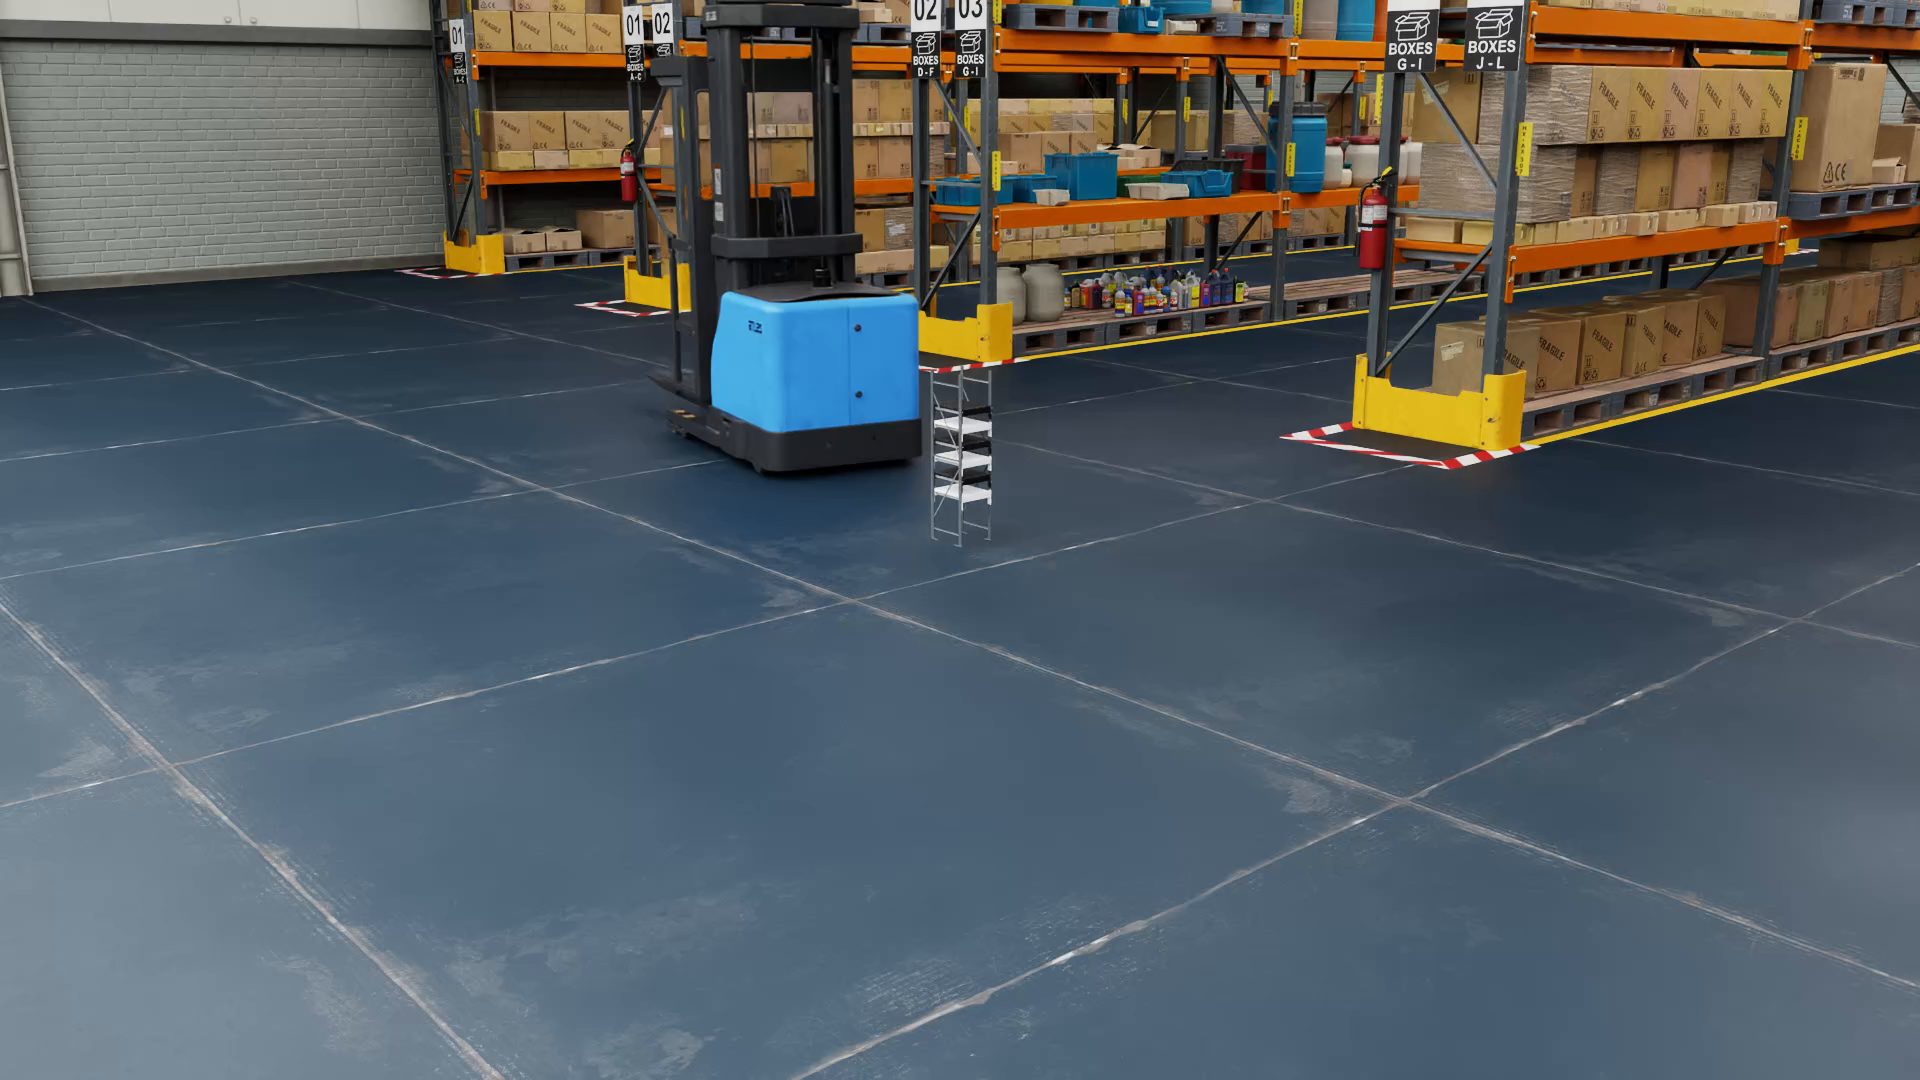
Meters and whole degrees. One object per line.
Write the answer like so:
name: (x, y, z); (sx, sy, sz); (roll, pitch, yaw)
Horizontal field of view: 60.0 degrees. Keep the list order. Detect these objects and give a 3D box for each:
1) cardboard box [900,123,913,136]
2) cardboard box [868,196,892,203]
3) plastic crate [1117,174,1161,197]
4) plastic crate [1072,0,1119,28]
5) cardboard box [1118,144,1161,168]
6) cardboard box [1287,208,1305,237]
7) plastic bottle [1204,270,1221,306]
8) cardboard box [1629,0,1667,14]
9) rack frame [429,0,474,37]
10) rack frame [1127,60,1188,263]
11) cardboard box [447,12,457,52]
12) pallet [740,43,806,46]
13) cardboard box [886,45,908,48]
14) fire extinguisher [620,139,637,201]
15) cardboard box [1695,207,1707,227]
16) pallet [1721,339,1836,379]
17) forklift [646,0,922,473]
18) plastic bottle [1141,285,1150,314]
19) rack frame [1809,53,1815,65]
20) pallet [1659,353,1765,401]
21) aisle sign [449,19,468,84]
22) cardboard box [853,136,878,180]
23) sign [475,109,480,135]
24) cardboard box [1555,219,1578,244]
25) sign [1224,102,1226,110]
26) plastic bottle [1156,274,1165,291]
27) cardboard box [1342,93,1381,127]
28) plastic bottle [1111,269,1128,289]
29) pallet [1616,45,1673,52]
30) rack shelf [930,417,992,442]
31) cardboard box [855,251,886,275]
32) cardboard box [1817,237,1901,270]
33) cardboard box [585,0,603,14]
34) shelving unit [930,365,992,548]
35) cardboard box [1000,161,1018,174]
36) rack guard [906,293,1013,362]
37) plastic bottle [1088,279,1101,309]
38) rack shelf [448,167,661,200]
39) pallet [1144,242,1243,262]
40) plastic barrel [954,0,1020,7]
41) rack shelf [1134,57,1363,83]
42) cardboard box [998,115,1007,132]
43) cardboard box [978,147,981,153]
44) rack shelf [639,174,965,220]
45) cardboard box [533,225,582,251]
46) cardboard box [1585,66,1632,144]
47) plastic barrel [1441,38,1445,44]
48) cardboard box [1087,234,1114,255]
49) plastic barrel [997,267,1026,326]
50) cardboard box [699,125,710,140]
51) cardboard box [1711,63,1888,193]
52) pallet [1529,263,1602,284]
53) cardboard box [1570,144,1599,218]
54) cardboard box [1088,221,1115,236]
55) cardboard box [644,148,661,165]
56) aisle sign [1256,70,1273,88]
cardboard box: (-0.728, -4.951, 20.024); (0.250, 0.149, 0.380); (-13, 20, -41)
cardboard box: (-1.491, -5.213, 26.446); (0.500, 0.500, 0.700); (-13, 20, -39)
plastic crate: (1.760, -3.522, 16.532); (0.662, 0.188, 0.450); (-13, 19, -39)
plastic crate: (1.192, -4.944, 15.667); (0.575, 0.384, 0.392); (-13, 19, -39)
cardboard box: (2.435, -5.345, 23.122); (0.500, 0.311, 0.500); (-11, 19, -36)
cardboard box: (4.814, -4.818, 24.965); (0.500, 0.500, 0.500); (-12, 19, -39)
plastic bottle: (2.528, -2.534, 16.705); (0.185, 0.351, 0.144); (-14, 20, -42)
cardboard box: (4.497, -3.737, 11.405); (0.500, 0.250, 0.500); (-13, 20, -40)
rack frame: (-6.552, -7.948, 21.069); (0.127, 3.000, 1.000); (-13, 19, -39)
rack frame: (2.738, -5.441, 23.309); (0.127, 3.000, 1.000); (-13, 19, -39)
cardboard box: (-6.403, -6.677, 21.890); (0.500, 0.500, 0.500); (-11, 18, -35)
pallet: (-2.999, -7.170, 24.331); (1.003, 0.211, 1.213); (-13, 19, -39)
cardboard box: (-0.883, -7.646, 25.885); (0.500, 0.311, 0.500); (-13, 19, -39)
fire extinguisher: (-3.691, -4.119, 18.509); (0.183, 0.674, 0.296); (-13, 19, -39)
cardboard box: (5.438, -2.468, 12.663); (0.250, 0.149, 0.380); (-13, 19, -39)
pallet: (6.807, -1.620, 14.405); (1.213, 0.211, 1.003); (-13, 19, -39)
forklift: (-1.375, -2.156, 11.142); (1.130, 2.935, 3.031); (-8, 17, -27)
plastic bottle: (1.782, -2.320, 16.058); (0.097, 0.271, 0.097); (0, 15, 0)
rack frame: (12.022, -5.832, 24.770); (0.127, 3.000, 1.000); (-13, 19, -39)
pallet: (5.737, -1.367, 13.458); (1.213, 0.211, 1.003); (-13, 19, -39)
aisle sign: (-6.409, -6.235, 21.244); (0.004, 0.787, 0.394); (-13, 19, -39)
cardboard box: (-1.385, -4.561, 19.819); (0.500, 0.500, 0.700); (-12, 19, -39)
sign: (-6.195, -5.363, 21.336); (0.005, 0.325, 0.100); (-13, 19, -39)
cardboard box: (3.974, -2.116, 11.345); (0.250, 0.149, 0.380); (-13, 19, -39)
sign: (5.159, -8.326, 32.277); (0.005, 0.325, 0.100); (-13, 19, -39)
plastic bottle: (2.058, -2.589, 17.066); (0.097, 0.271, 0.097); (0, 15, 0)
cardboard box: (6.296, -6.676, 25.798); (0.500, 0.500, 0.500); (-12, 19, -38)
plastic bottle: (1.625, -2.572, 16.846); (0.185, 0.351, 0.144); (-13, 20, -40)
pallet: (8.477, -6.360, 21.302); (1.003, 0.211, 1.213); (-13, 19, -39)
rack shelf: (0.006, -0.578, 8.601); (0.200, 0.077, 0.258); (-13, 20, -39)
cardboard box: (-1.237, -3.347, 19.982); (0.500, 0.250, 0.500); (-13, 19, -39)
cardboard box: (8.359, -2.668, 15.465); (0.500, 0.250, 0.500); (-10, 18, -33)
cardboard box: (-5.223, -7.422, 22.740); (0.500, 0.500, 0.500); (-13, 20, -39)
shelving unit: (0.006, -0.436, 8.639); (0.210, 0.900, 0.258); (-13, 20, -39)
cardboard box: (0.523, -4.753, 21.218); (0.250, 0.149, 0.380); (-13, 19, -39)
rack guard: (-0.022, -1.936, 15.028); (0.348, 0.500, 1.175); (-13, 19, -39)
plastic bottle: (1.328, -2.435, 16.464); (0.133, 0.283, 0.061); (-13, 19, -39)
rack shelf: (-5.043, -5.041, 23.205); (4.000, 0.370, 1.077); (-13, 19, -39)
pallet: (3.326, -4.213, 24.115); (1.213, 0.211, 1.003); (-13, 19, -39)
plastic barrel: (0.235, -5.088, 14.527); (0.708, 0.830, 0.600); (-13, 19, -39)
rack shelf: (4.247, -6.882, 24.283); (4.000, 0.370, 1.077); (-13, 19, -39)
cardboard box: (0.419, -6.726, 27.310); (0.500, 0.500, 0.500); (-12, 19, -38)
cardboard box: (0.336, -6.374, 27.247); (0.250, 0.149, 0.380); (-12, 19, -38)
rack shelf: (-1.788, -4.077, 19.597); (4.000, 0.370, 1.077); (-13, 19, -39)
cardboard box: (-5.541, -4.160, 22.868); (0.500, 0.311, 0.500); (-11, 18, -35)
cardboard box: (4.178, -2.956, 11.295); (0.500, 0.500, 0.500); (-13, 19, -39)
plastic barrel: (5.225, -6.071, 18.882); (0.600, 0.901, 0.600); (0, 15, 0)
cardboard box: (1.733, -4.007, 22.452); (0.500, 0.250, 0.500); (-12, 19, -38)
plastic barrel: (0.398, -2.249, 15.363); (0.421, 0.512, 0.421); (0, 15, 0)
cardboard box: (-2.860, -4.472, 18.231); (0.250, 0.149, 0.380); (-13, 20, -40)
cardboard box: (6.912, -3.435, 13.820); (1.000, 1.000, 1.000); (-12, 19, -39)
pallet: (7.474, -3.477, 21.356); (1.213, 0.211, 1.003); (-13, 19, -39)
cardboard box: (3.934, -2.545, 11.695); (0.500, 0.500, 0.875); (-13, 19, -39)
cardboard box: (1.734, -4.276, 22.373); (0.500, 0.311, 0.500); (-13, 20, -40)
cardboard box: (-4.443, -5.355, 23.235); (0.500, 0.250, 0.500); (-13, 20, -40)
aisle sign: (5.770, -8.970, 31.482); (0.004, 0.787, 0.394); (-13, 19, -39)
